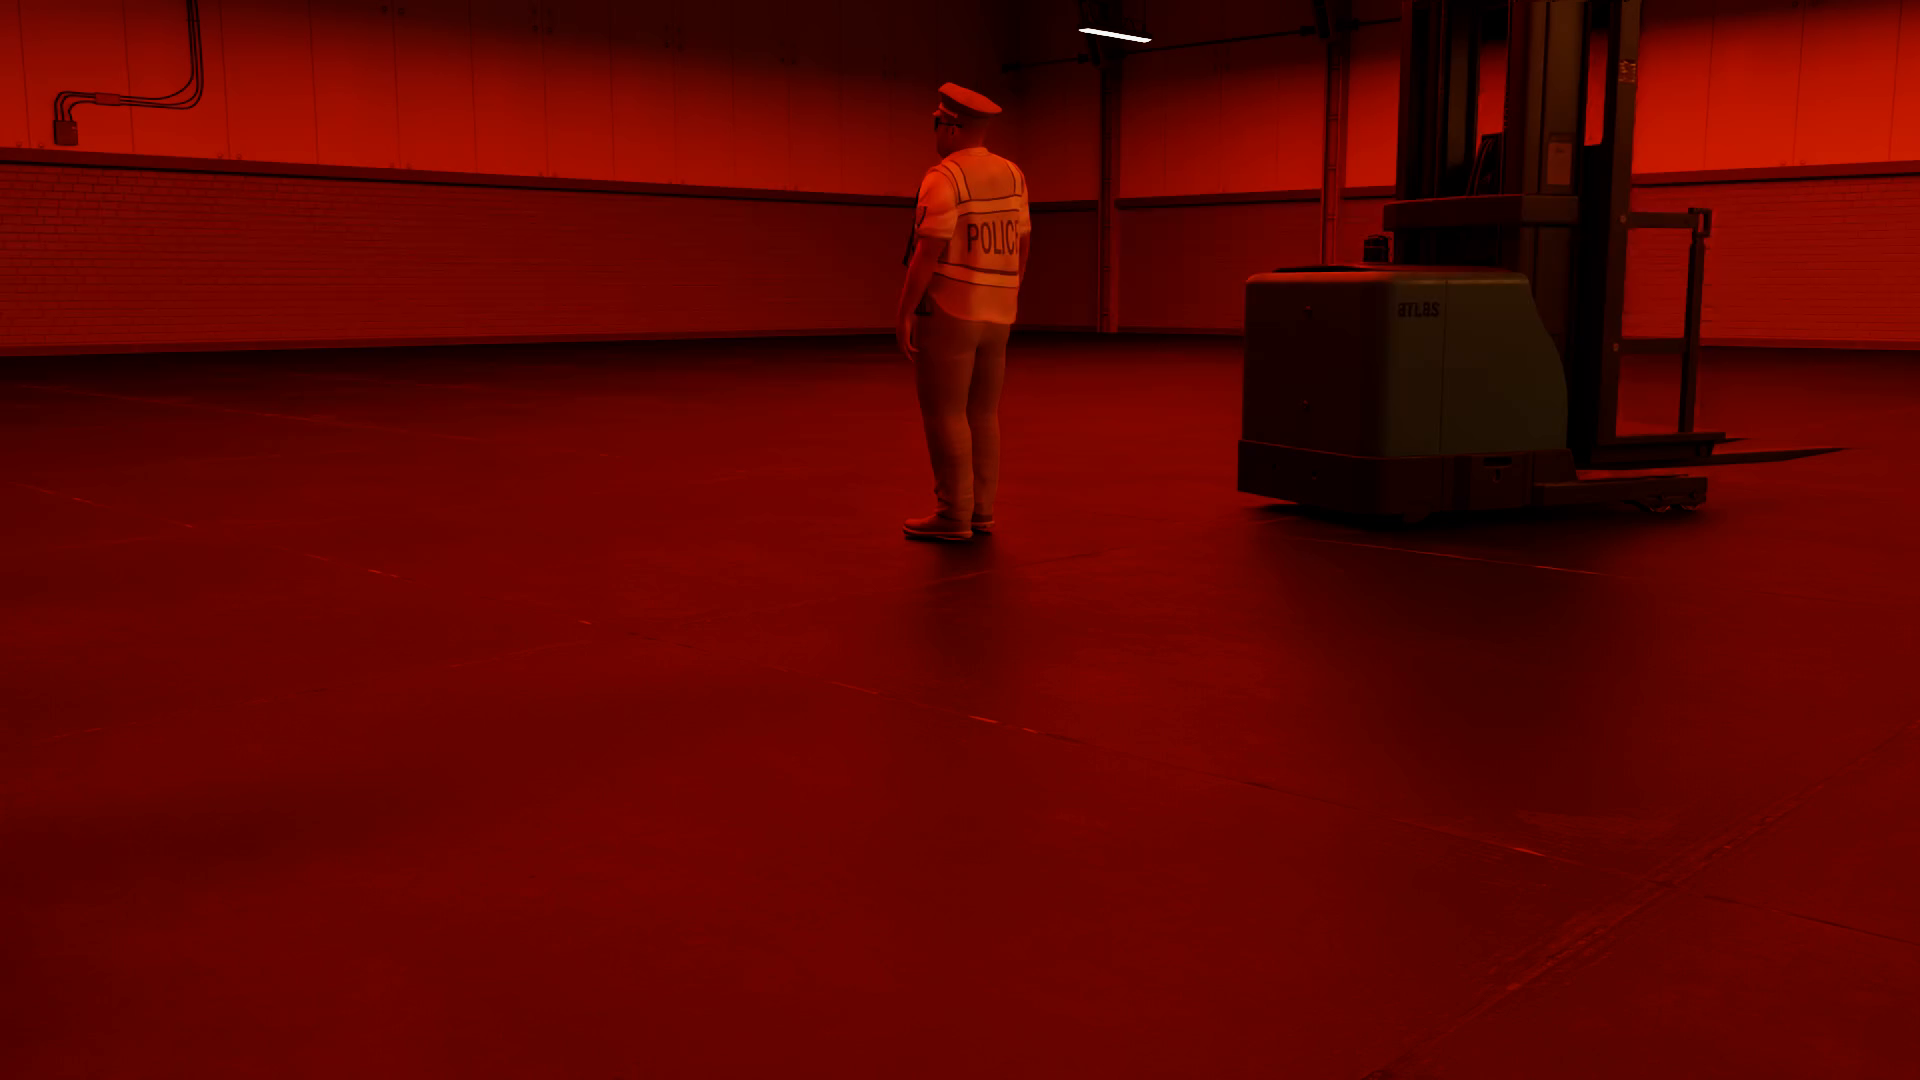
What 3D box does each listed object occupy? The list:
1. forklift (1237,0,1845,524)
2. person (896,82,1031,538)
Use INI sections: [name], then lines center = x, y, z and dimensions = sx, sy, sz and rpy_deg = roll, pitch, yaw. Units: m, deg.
[forklift]
center = 2.859, -1.636, 7.741
dimensions = 3.031, 2.935, 1.130
rpy_deg = -4, 9, -23
[person]
center = -0.048, -0.898, 6.645
dimensions = 0.574, 1.781, 0.641
rpy_deg = 8, 12, 43
